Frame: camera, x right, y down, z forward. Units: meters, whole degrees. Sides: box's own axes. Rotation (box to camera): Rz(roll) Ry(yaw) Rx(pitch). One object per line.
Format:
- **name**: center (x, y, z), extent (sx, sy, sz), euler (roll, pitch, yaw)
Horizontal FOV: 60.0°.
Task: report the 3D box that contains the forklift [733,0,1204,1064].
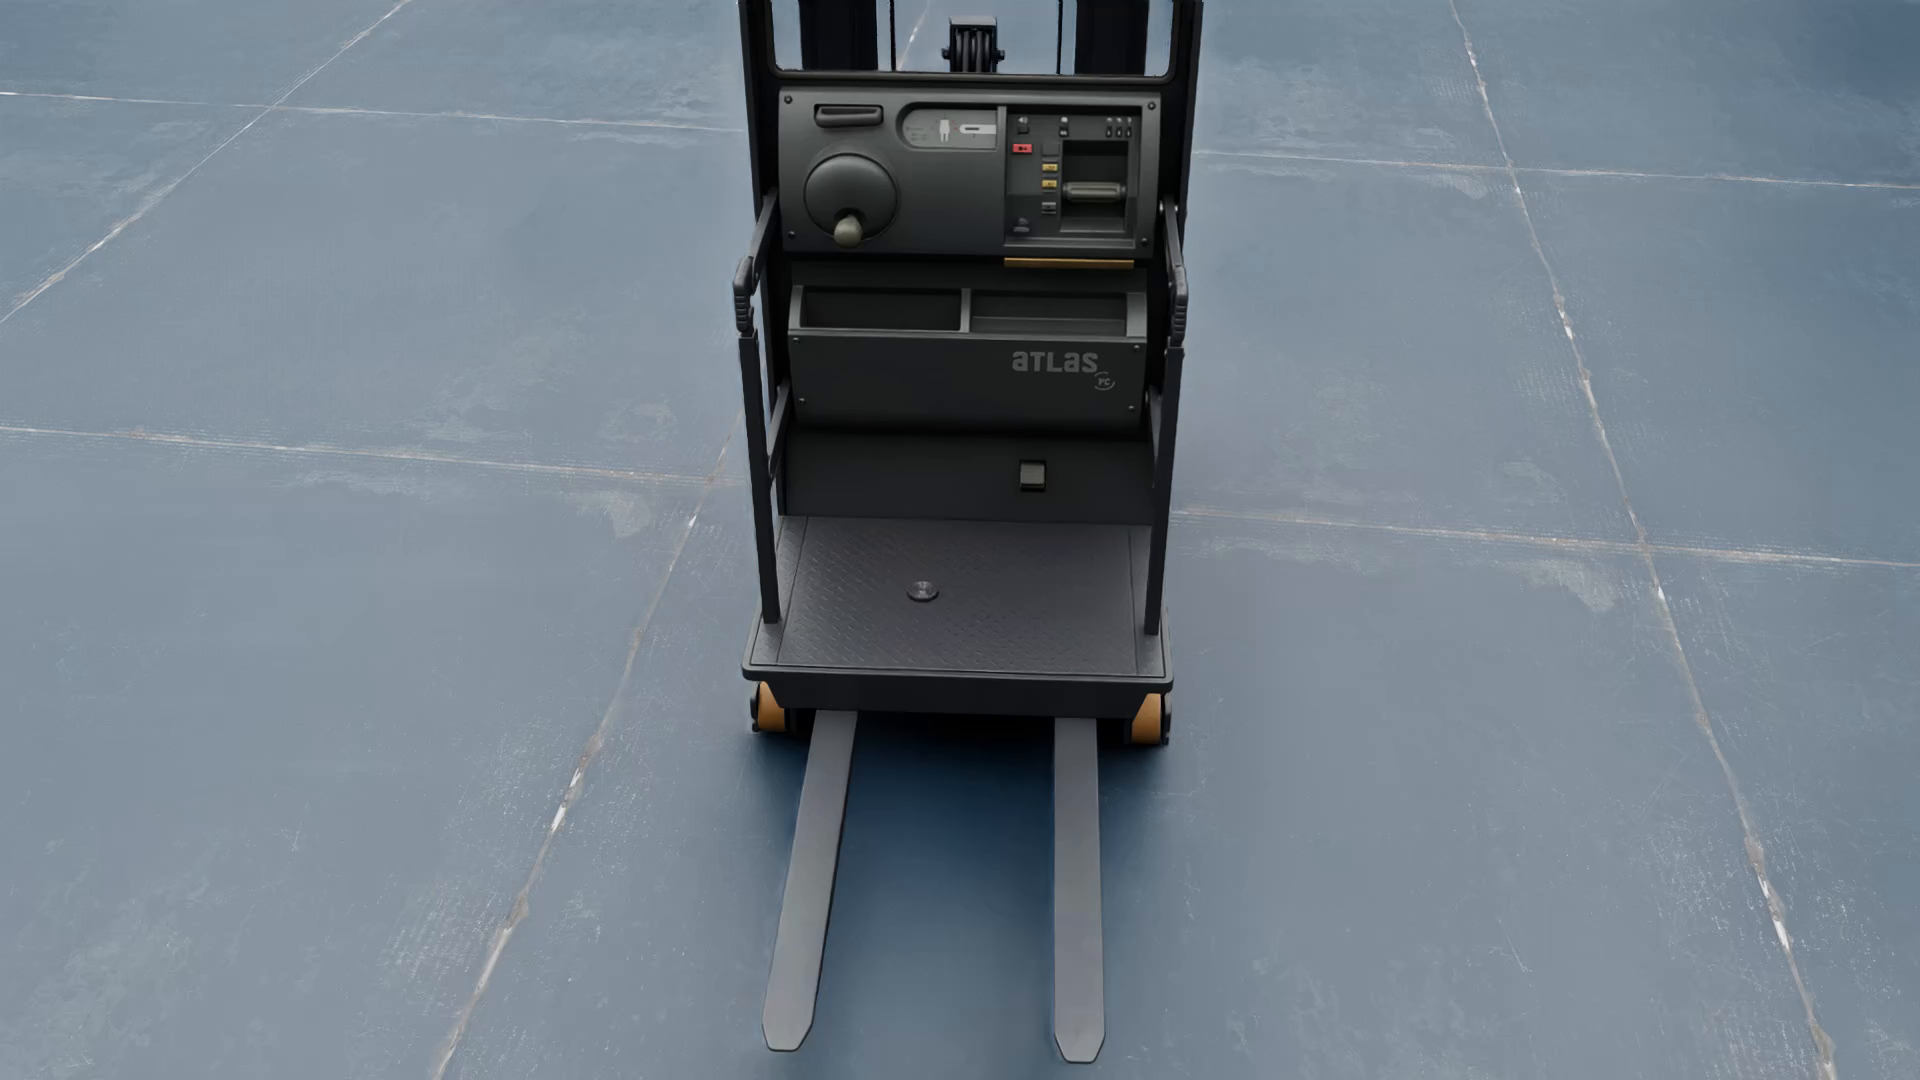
- **forklift**: center (0.013, -0.837, 3.900), extent (1.130, 2.935, 3.031), euler (2, 36, 2)
